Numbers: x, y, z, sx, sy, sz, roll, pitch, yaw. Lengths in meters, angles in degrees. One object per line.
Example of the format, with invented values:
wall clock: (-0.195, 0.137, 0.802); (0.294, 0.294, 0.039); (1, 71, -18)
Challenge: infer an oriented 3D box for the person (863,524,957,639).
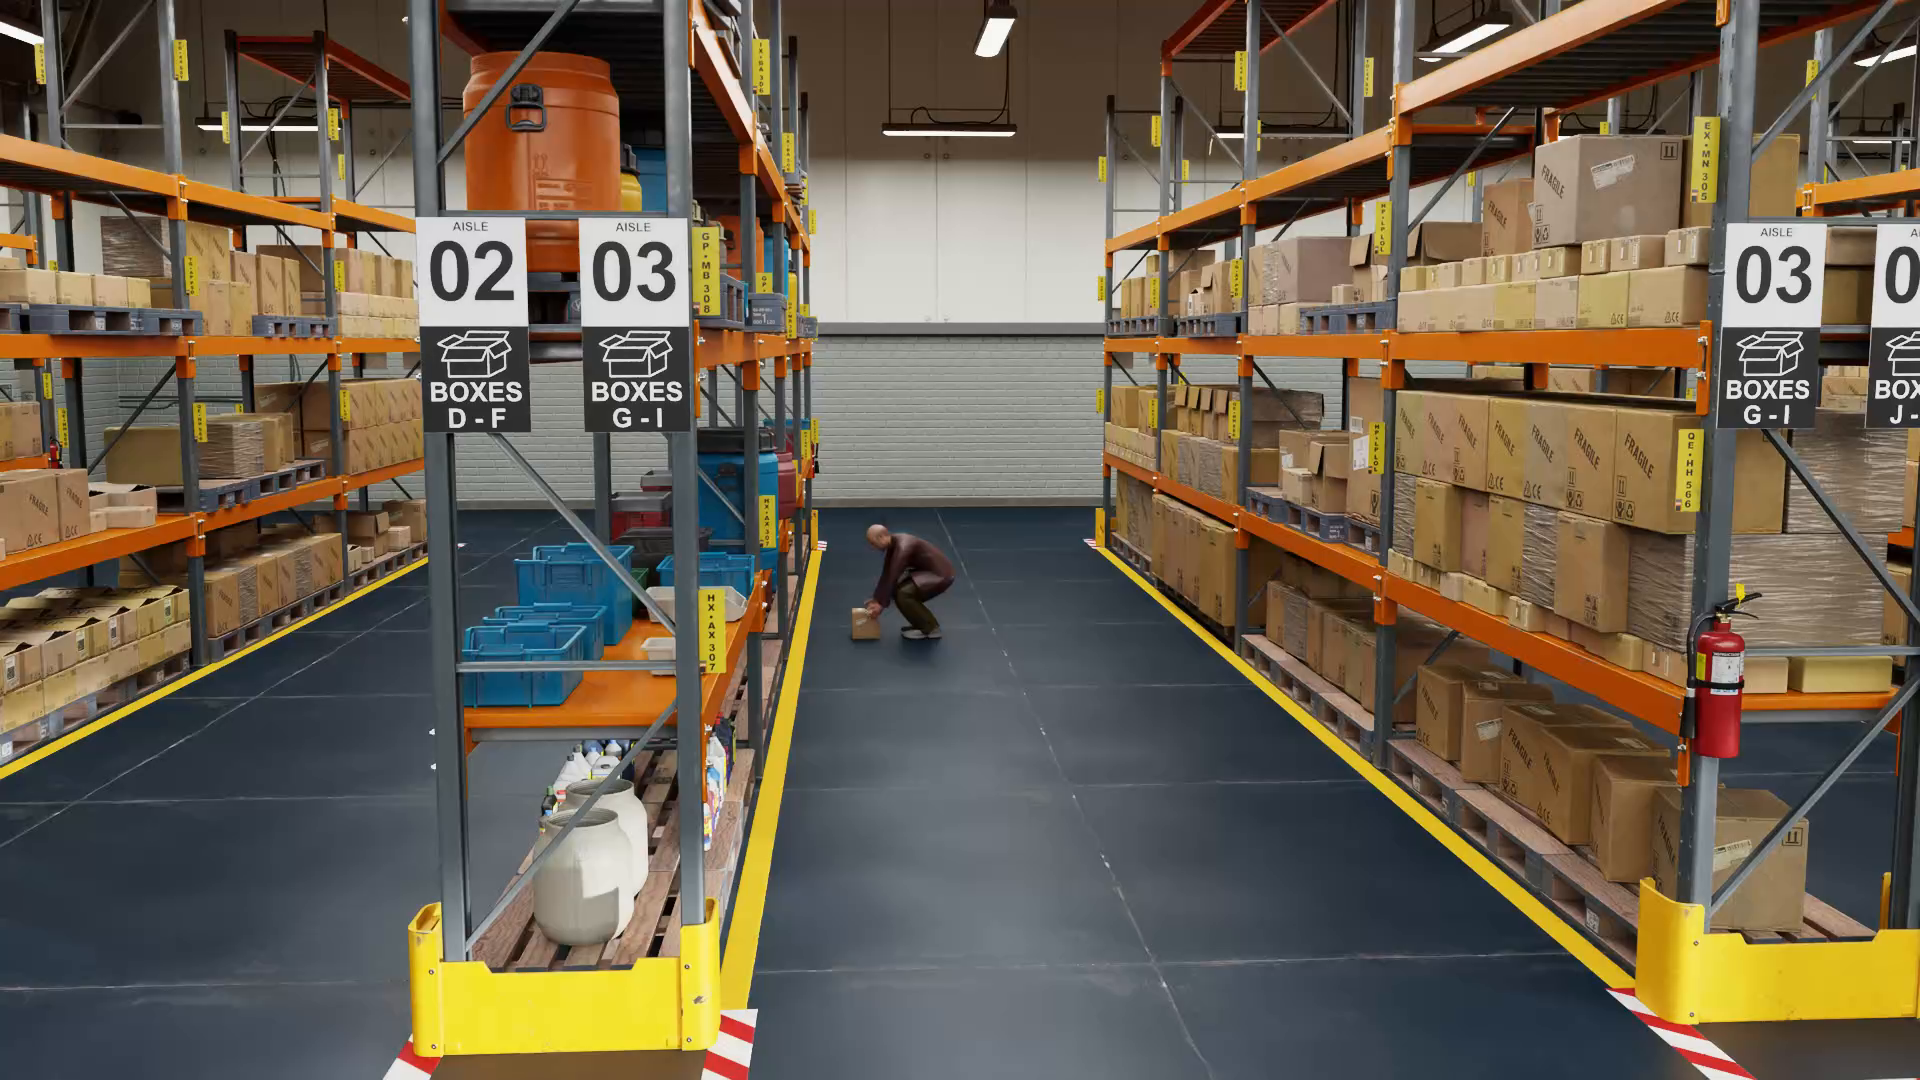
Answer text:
person: (-0.470, 0.377, 15.616); (0.880, 1.072, 0.614); (0, 7, -4)
